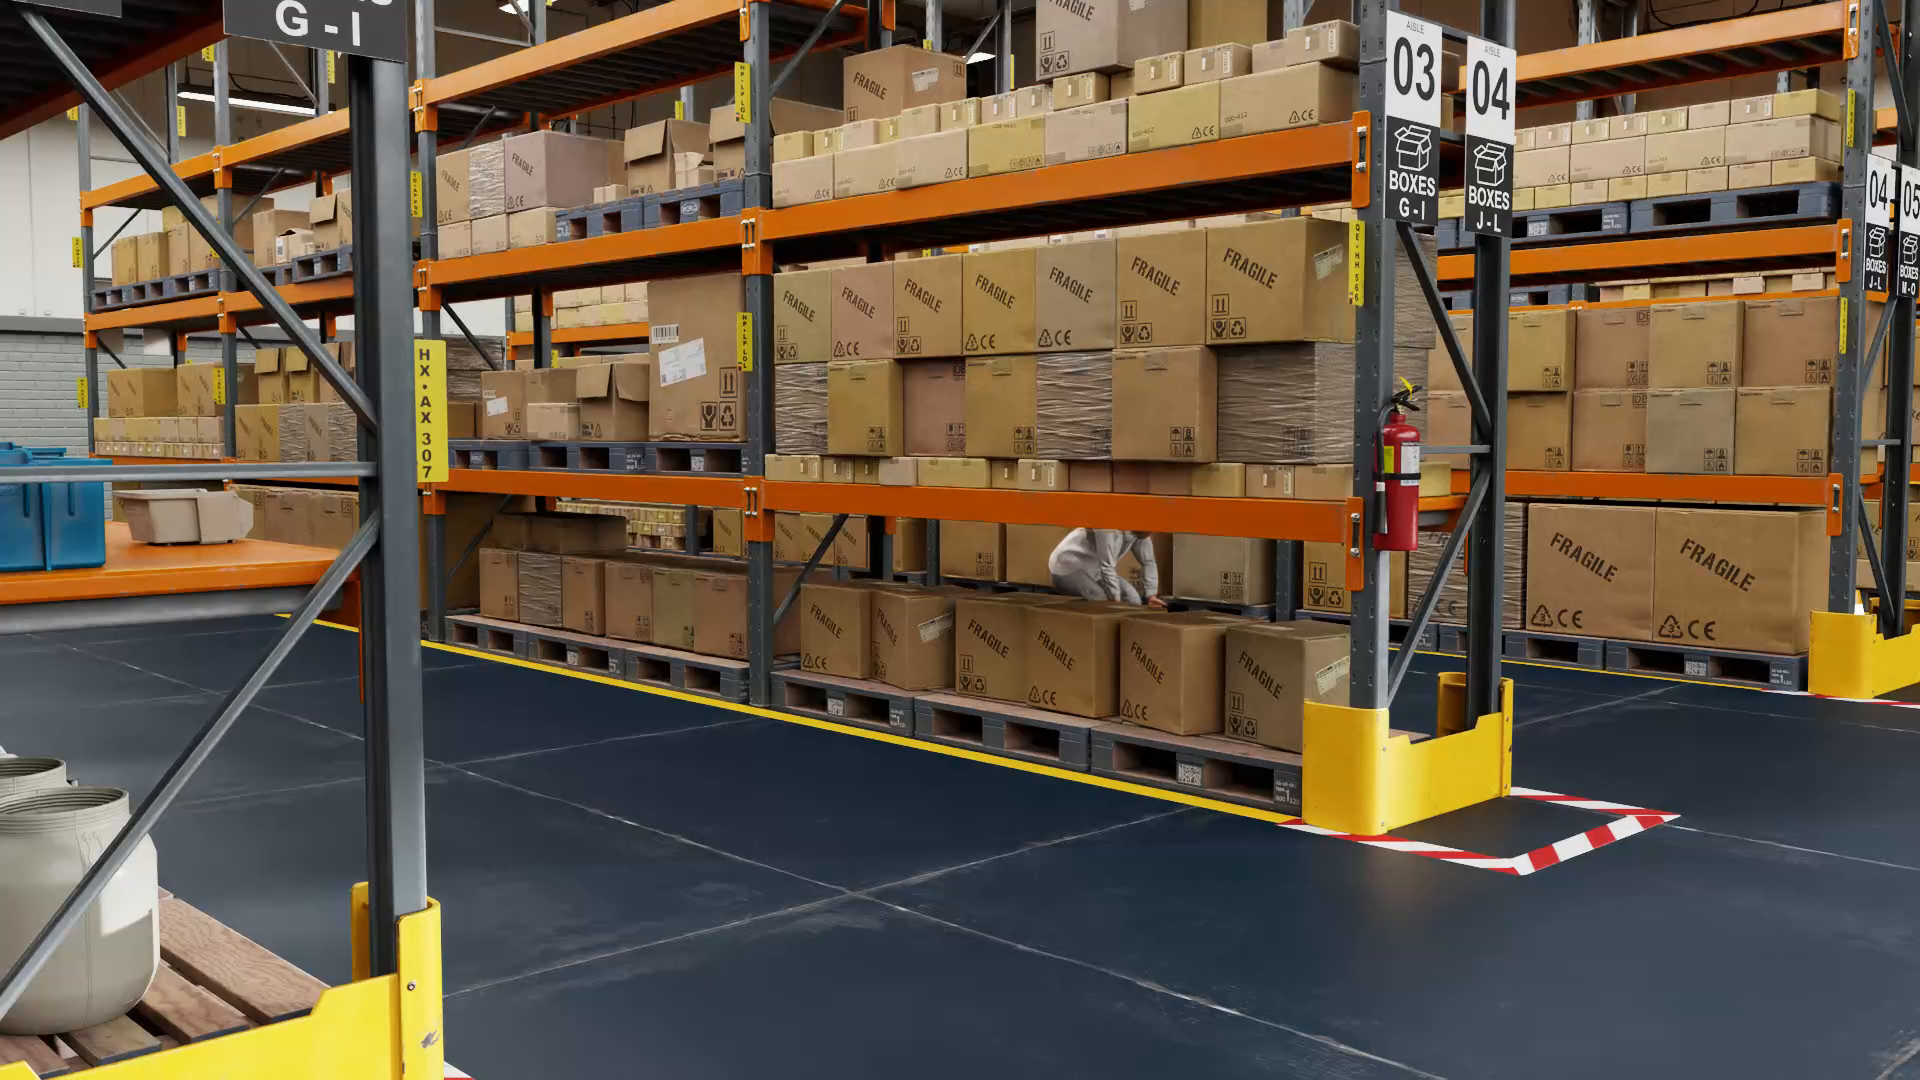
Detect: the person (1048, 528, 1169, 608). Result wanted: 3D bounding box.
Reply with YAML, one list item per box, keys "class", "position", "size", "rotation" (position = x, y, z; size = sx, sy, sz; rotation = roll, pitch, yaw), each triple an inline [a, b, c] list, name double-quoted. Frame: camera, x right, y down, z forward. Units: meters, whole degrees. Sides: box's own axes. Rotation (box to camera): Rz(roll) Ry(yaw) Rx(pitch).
- class: "person"
  position: [1.045, 0.251, 11.477]
  size: [0.564, 1.154, 0.869]
  rotation: [-4, 5, -44]
